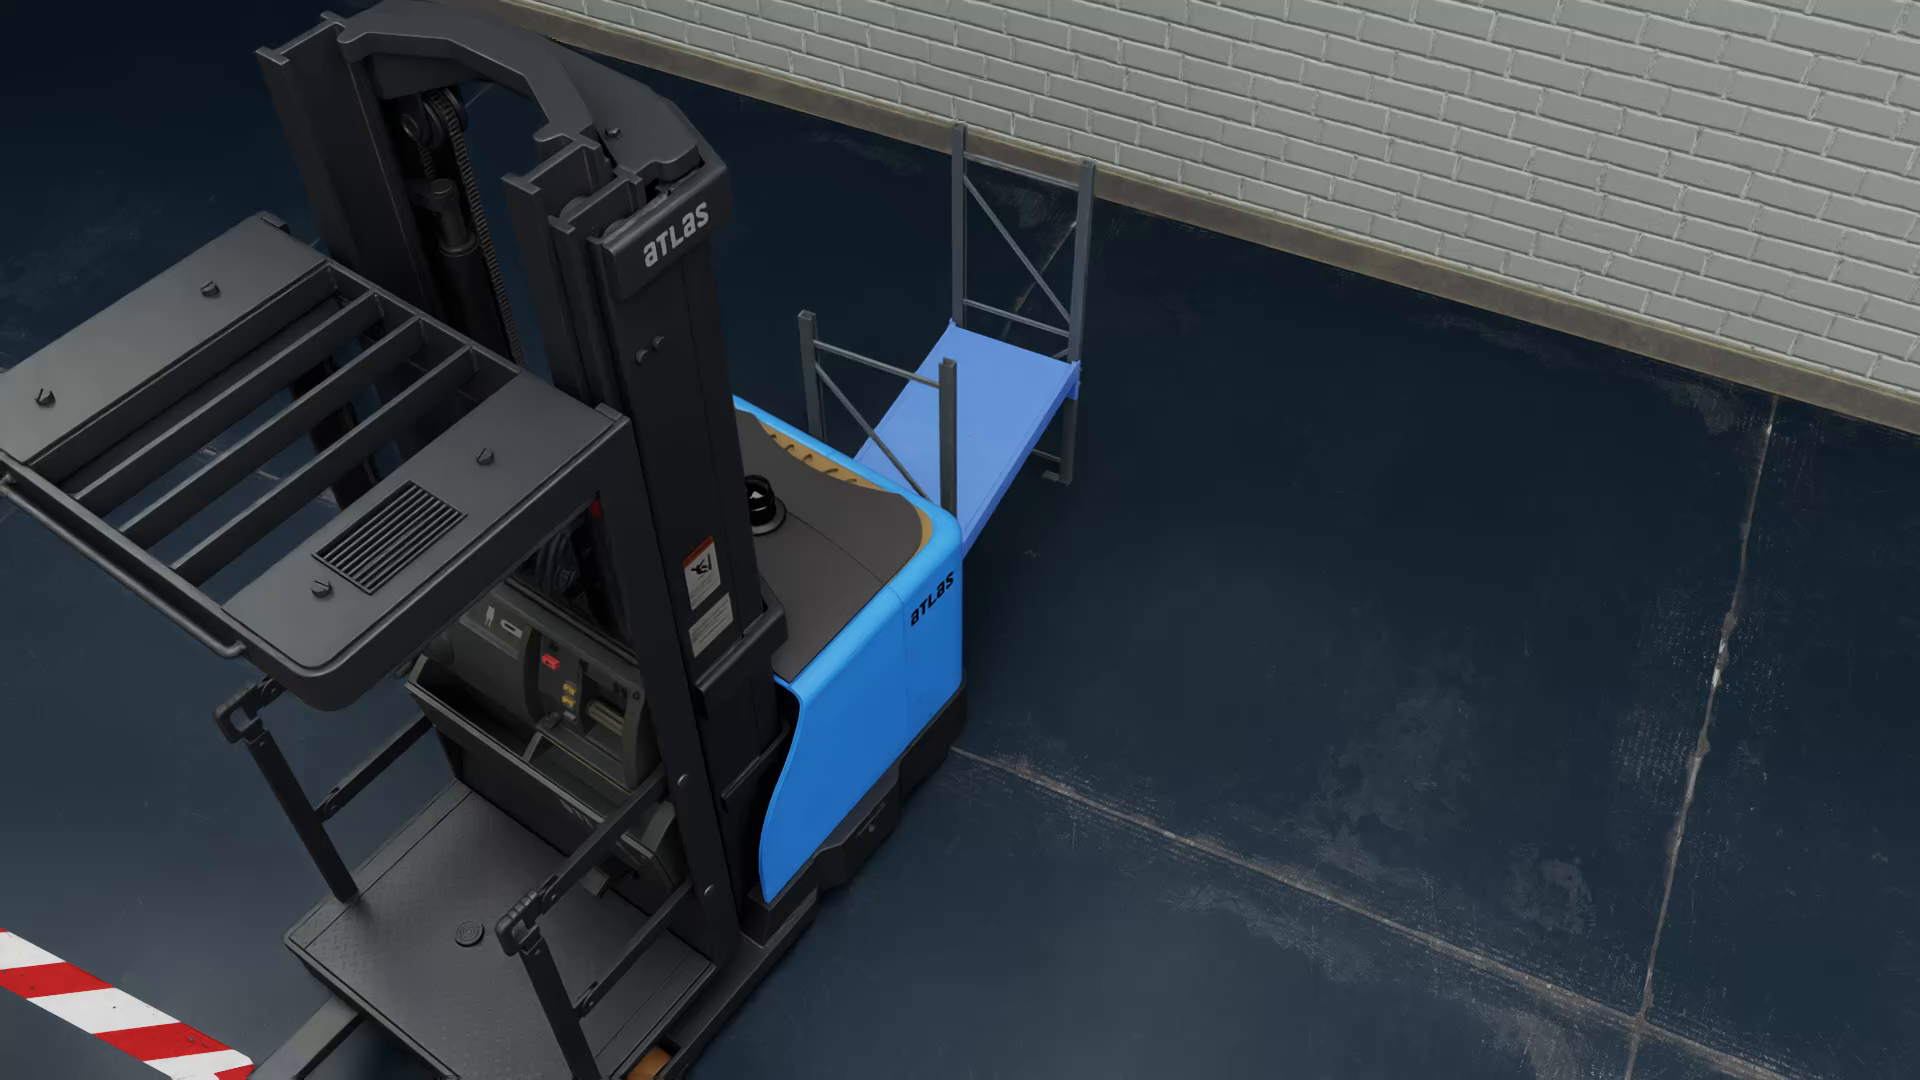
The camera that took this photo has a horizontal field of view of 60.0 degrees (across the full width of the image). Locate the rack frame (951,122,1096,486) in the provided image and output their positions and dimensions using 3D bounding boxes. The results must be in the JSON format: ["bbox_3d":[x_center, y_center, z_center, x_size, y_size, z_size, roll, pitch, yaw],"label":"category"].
[{"bbox_3d":[0.203,-0.790,5.937,0.500,1.500,0.032,20,53,16],"label":"rack frame"}]

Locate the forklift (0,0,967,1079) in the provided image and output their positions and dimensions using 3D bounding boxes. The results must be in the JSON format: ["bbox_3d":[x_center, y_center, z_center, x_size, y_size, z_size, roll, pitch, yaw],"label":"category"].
[{"bbox_3d":[-1.248,0.381,4.002,1.130,2.935,3.031,29,55,22],"label":"forklift"}]

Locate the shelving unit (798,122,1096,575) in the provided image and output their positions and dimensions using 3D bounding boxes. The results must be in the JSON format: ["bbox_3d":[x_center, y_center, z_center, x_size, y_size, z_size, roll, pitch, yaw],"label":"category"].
[{"bbox_3d":[-0.019,-0.442,5.641,0.538,1.500,1.048,20,53,16],"label":"shelving unit"}]

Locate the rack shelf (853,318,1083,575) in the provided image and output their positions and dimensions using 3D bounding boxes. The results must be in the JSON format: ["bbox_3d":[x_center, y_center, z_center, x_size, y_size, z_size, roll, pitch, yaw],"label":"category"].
[{"bbox_3d":[-0.019,-0.325,5.778,0.538,0.185,1.000,20,53,16],"label":"rack shelf"}]

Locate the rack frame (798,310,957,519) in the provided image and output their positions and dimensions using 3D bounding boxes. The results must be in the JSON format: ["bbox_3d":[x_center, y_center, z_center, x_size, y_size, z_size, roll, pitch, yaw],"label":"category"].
[{"bbox_3d":[-0.241,-0.093,5.345,0.500,1.500,0.032,20,53,16],"label":"rack frame"}]
